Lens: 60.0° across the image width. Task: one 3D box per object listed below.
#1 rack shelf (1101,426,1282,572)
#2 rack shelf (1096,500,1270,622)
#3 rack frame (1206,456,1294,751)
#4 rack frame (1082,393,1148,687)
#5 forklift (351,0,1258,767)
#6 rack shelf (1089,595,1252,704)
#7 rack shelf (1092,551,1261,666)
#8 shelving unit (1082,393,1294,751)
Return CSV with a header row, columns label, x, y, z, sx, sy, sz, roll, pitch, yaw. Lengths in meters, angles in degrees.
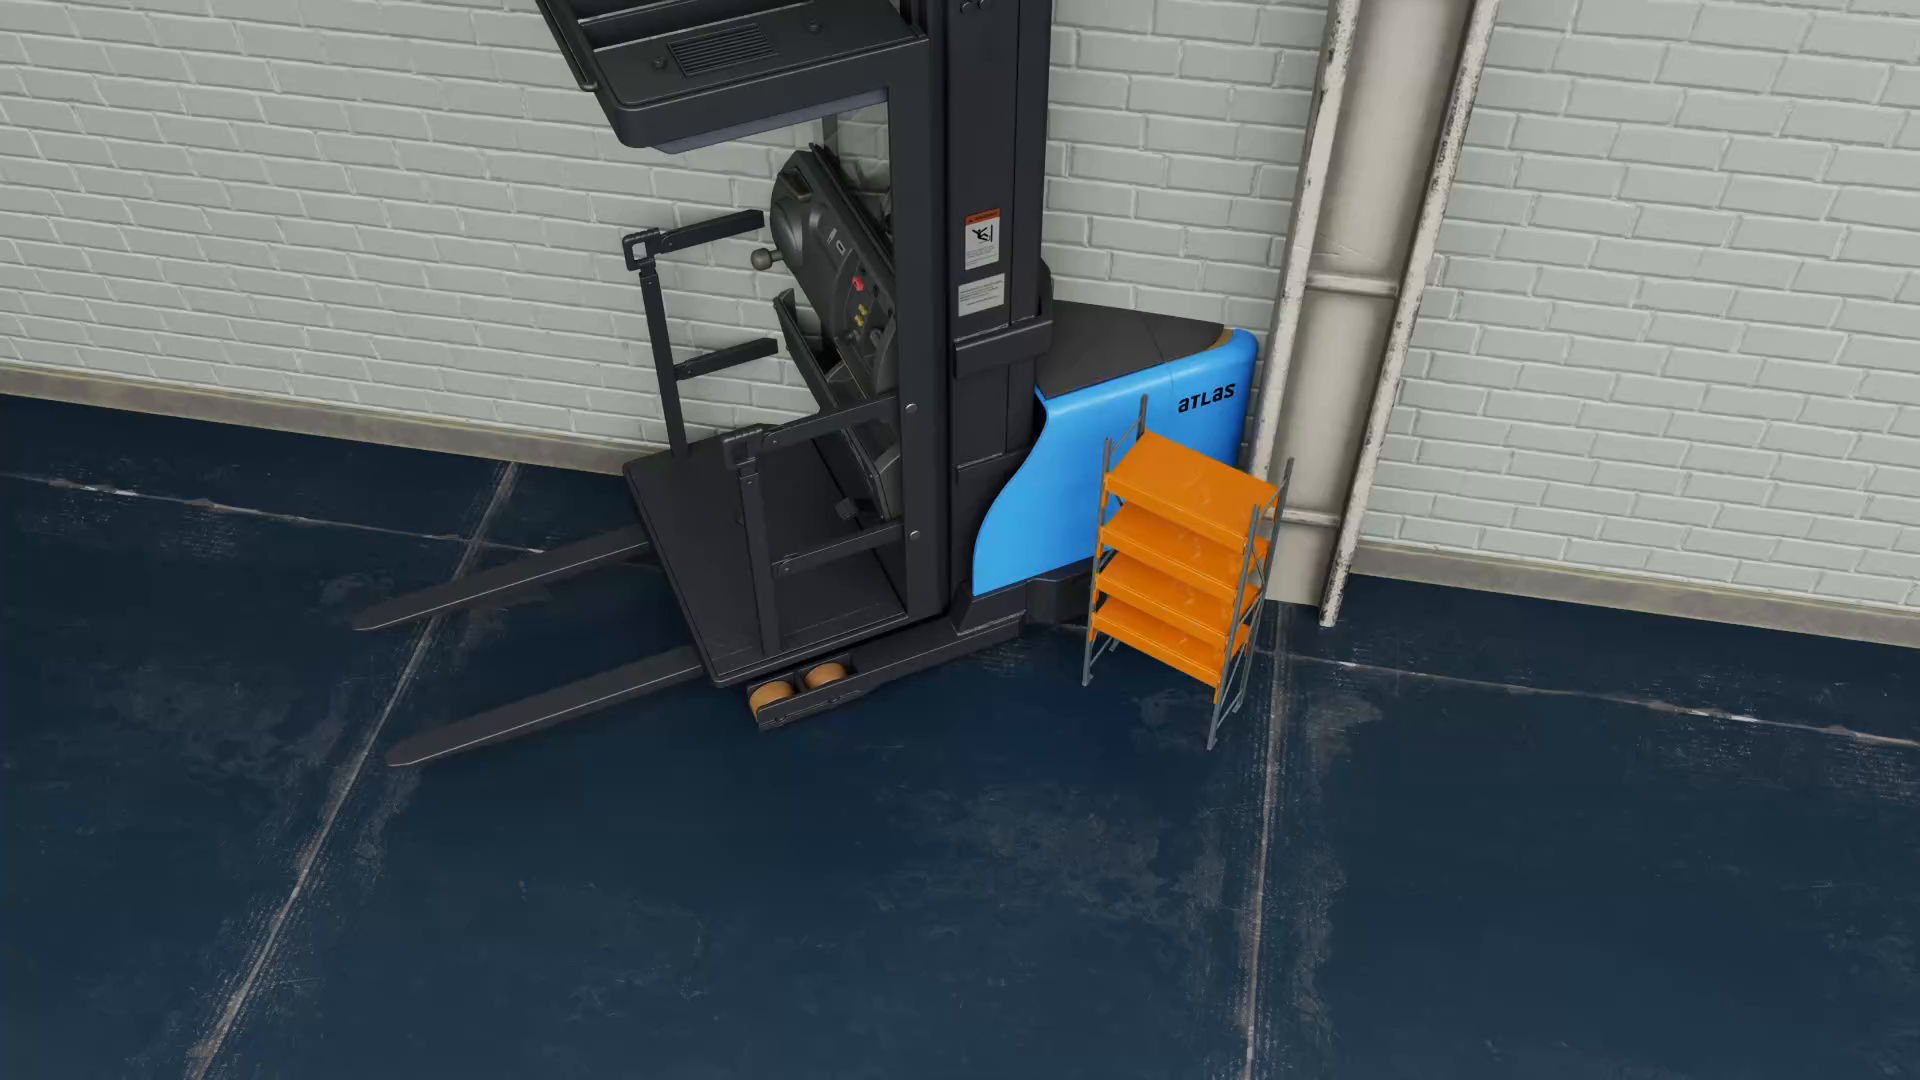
label,x,y,z,sx,sy,sz,roll,pitch,yaw
rack shelf,0.701,-0.130,5.032,0.480,0.148,0.258,26,53,22
rack shelf,0.701,0.028,5.208,0.480,0.148,0.258,26,53,22
rack frame,0.905,0.233,5.234,0.015,1.200,0.240,26,53,22
rack frame,0.498,0.033,5.414,0.015,1.200,0.240,26,53,22
forklift,-0.574,-0.791,4.990,3.031,2.935,1.130,-18,51,-16
rack shelf,0.701,0.310,5.522,0.480,0.148,0.258,26,53,22
rack shelf,0.701,0.178,5.374,0.480,0.148,0.258,26,53,22
shelving unit,0.701,0.133,5.324,0.503,1.200,0.258,26,53,22
